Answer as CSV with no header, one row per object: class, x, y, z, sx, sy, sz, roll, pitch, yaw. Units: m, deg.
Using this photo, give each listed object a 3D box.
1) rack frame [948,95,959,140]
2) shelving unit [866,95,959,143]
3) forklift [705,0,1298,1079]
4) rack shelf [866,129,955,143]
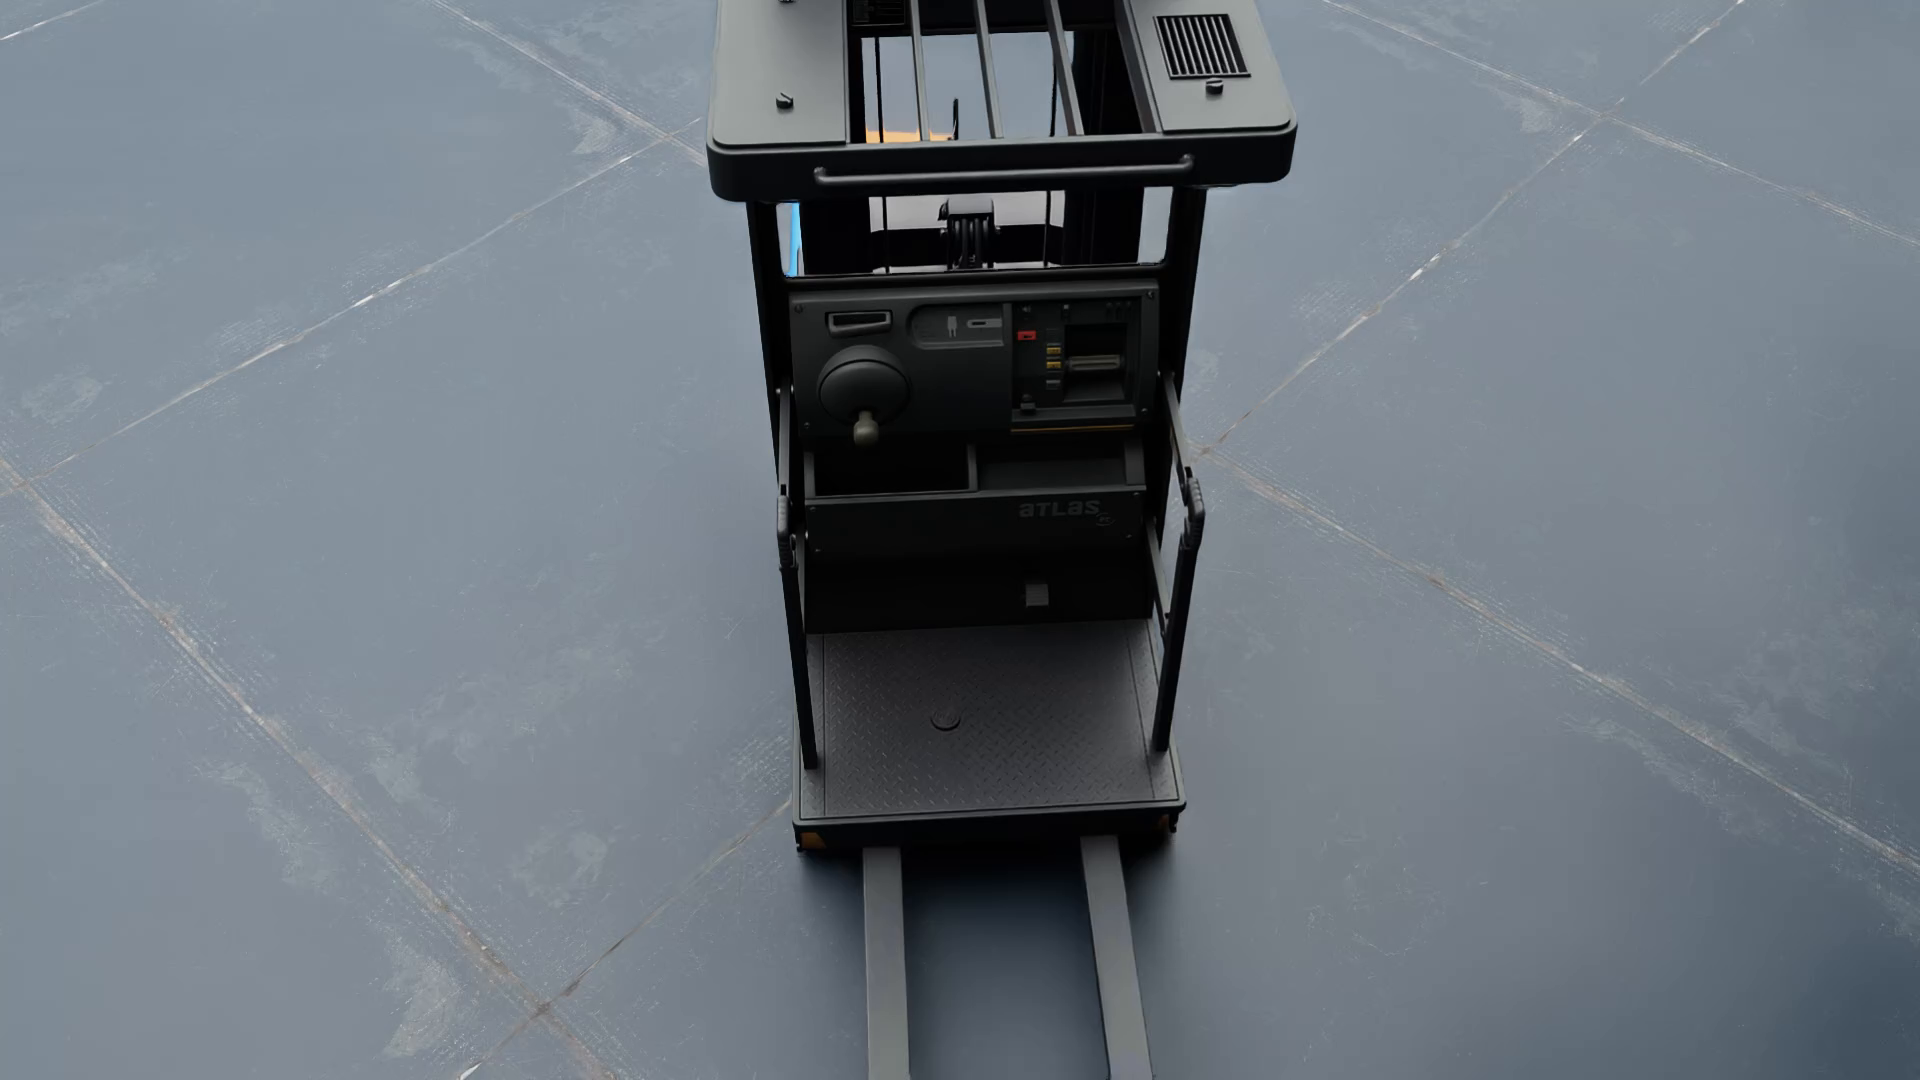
rack frame,-0.022,-0.967,5.835,0.015,1.200,0.240,3,47,3
shelving unit,-0.265,-0.982,5.849,0.503,1.200,0.258,3,47,3
forklift,0.055,-0.350,4.069,1.130,2.935,3.031,-3,47,-2
rack shelf,-0.265,-1.251,5.562,0.480,0.148,0.258,3,47,3
